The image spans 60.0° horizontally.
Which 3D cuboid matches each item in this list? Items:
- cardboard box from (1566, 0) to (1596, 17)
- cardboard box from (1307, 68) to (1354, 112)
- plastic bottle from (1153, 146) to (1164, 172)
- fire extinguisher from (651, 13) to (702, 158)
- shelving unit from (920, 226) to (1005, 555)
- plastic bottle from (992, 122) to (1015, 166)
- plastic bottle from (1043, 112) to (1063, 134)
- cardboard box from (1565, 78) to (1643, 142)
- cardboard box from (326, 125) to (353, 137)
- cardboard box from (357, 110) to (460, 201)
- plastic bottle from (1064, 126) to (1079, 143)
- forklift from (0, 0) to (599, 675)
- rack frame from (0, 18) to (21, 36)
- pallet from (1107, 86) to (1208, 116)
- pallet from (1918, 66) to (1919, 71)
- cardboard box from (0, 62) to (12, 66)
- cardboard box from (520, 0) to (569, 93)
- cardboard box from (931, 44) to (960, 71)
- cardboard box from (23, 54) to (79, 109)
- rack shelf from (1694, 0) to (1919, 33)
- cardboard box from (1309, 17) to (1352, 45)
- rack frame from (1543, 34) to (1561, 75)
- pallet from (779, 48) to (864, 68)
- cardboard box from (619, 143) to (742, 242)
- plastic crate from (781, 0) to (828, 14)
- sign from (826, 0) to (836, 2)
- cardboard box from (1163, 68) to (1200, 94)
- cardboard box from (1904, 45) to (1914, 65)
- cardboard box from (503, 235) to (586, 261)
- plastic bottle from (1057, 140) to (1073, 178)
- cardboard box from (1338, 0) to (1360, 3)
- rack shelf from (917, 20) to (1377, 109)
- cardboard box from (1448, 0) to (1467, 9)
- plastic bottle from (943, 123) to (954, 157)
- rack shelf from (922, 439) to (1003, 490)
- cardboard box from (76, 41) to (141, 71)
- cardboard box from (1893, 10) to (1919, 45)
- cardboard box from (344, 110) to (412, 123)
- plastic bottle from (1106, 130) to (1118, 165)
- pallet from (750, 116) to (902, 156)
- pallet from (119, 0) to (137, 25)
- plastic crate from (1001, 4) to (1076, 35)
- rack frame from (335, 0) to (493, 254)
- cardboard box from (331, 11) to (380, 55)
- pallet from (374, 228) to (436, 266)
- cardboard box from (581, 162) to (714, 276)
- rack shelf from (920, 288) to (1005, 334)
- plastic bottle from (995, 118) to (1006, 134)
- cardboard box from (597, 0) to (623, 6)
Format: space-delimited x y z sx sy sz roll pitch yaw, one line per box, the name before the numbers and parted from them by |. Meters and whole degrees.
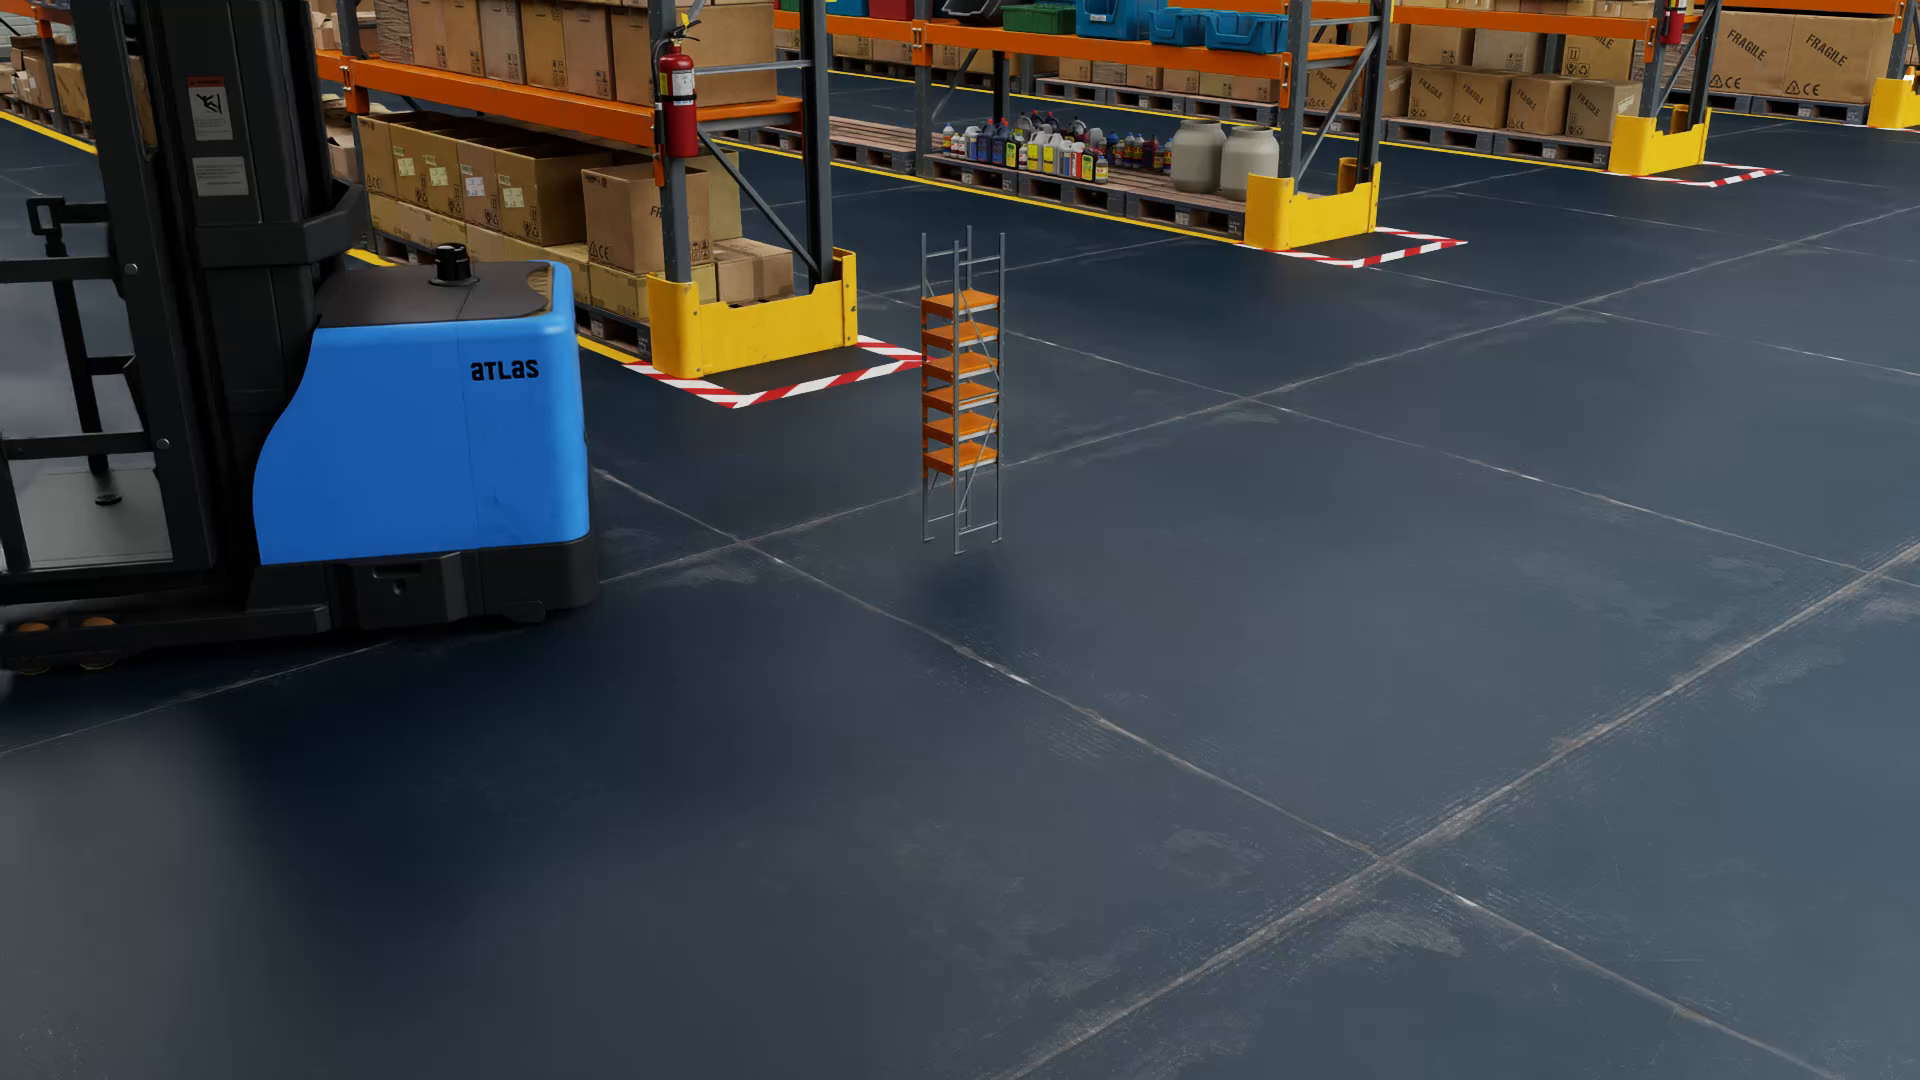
cardboard box | 5.684 -4.810 14.995 0.380 0.149 0.250 -17 27 -37
cardboard box | 4.011 -4.788 17.447 0.500 0.500 0.500 -18 28 -39
plastic bottle | 1.624 -3.098 13.513 0.097 0.201 0.097 0 21 0
fire extinguisher | -1.391 -2.235 8.182 0.296 0.674 0.183 -17 27 -37
shelving unit | 0.009 -0.555 6.255 0.258 1.200 0.189 -17 27 -37
plastic bottle | 0.364 -3.295 13.812 0.144 0.351 0.185 -19 28 -40
plastic bottle | 0.792 -3.506 14.352 0.144 0.351 0.185 -19 28 -40
cardboard box | 5.996 -3.979 15.382 0.500 0.500 0.500 -12 24 -28
cardboard box | -4.553 -2.881 12.153 0.500 0.311 0.500 -17 27 -36
cardboard box | -3.662 -2.581 11.126 0.500 0.500 0.500 -17 27 -37
plastic bottle | 0.942 -3.354 14.056 0.061 0.283 0.133 -17 27 -37
forklift | -2.830 -1.139 5.374 3.031 2.935 1.130 -5 22 -11
rack frame | -11.560 -6.834 19.820 1.000 3.000 0.127 -17 27 -37
pallet | 2.470 -5.130 19.292 1.003 0.211 1.213 -17 27 -37
pallet | 13.346 -6.086 21.732 1.003 0.211 1.213 -17 27 -37
cardboard box | -11.094 -5.403 19.333 0.500 0.250 0.500 -17 27 -37
cardboard box | -2.077 -2.875 9.574 0.700 0.500 0.500 -17 27 -37
cardboard box | 0.158 -6.631 21.639 1.225 0.875 0.875 -17 27 -37
cardboard box | -9.536 -4.860 17.604 0.500 0.500 0.500 -17 27 -37
rack shelf | 8.909 -6.141 19.038 1.077 0.370 4.000 -17 27 -37
cardboard box | 5.322 -7.093 22.988 1.050 0.750 0.750 -18 28 -38
rack frame | 7.604 -7.029 20.317 1.000 3.000 0.127 -17 27 -37
pallet | -1.879 -7.017 24.110 1.003 0.211 1.213 -17 27 -37
cardboard box | -1.625 -2.017 9.687 0.500 0.500 0.500 -17 27 -37
plastic crate | -1.323 -5.012 15.459 0.450 0.188 0.662 -17 27 -37
sign | -0.692 -2.984 8.695 0.100 0.325 0.005 -17 27 -37
cardboard box | 2.733 -5.383 18.938 0.500 0.500 0.700 20 29 41
cardboard box | 12.489 -6.493 22.143 0.500 0.250 0.500 -19 28 -39
cardboard box | -2.353 -1.680 9.855 0.500 0.250 0.500 -17 27 -37
plastic bottle | 0.874 -3.046 13.280 0.152 0.276 0.135 -18 28 -39
cardboard box | 4.030 -5.494 16.741 0.380 0.149 0.250 -17 27 -37
rack shelf | 1.333 -3.810 13.084 1.077 0.370 4.000 -17 27 -37
cardboard box | 4.879 -5.159 15.886 0.380 0.149 0.250 -17 27 -37
plastic bottle | -0.096 -3.439 14.290 0.097 0.271 0.097 0 21 0
rack shelf | 0.009 -0.290 6.359 0.258 0.103 0.180 -17 27 -37
cardboard box | -8.165 -4.651 16.043 0.500 0.250 0.500 -17 27 -37
cardboard box | 12.511 -6.838 21.997 0.500 0.500 0.500 -18 28 -39
cardboard box | -4.470 -3.151 12.842 0.500 0.311 0.500 -19 28 -39
plastic bottle | 1.270 -3.280 13.883 0.097 0.271 0.097 0 21 0
pallet | -1.315 -3.944 16.263 1.003 0.211 1.213 -17 27 -37
pallet | -6.834 -4.705 14.648 1.213 0.211 1.003 -17 27 -37
plastic crate | 0.700 -4.156 13.273 0.450 0.188 0.662 -17 27 -37
rack frame | -3.727 -3.519 11.356 1.000 3.000 0.127 -17 27 -37
cardboard box | -4.082 -3.575 11.704 0.500 0.250 0.500 -15 26 -34
pallet | -3.240 -1.991 11.278 1.003 0.211 1.213 -17 27 -37
cardboard box | -1.692 -1.756 9.019 0.500 0.500 0.500 -17 27 -37
rack shelf | 0.009 -0.849 6.140 0.258 0.103 0.180 -17 27 -37
plastic bottle | 0.350 -3.381 14.032 0.144 0.351 0.185 -17 27 -37
cardboard box | -1.682 -2.895 8.735 0.380 0.149 0.250 -17 27 -36
